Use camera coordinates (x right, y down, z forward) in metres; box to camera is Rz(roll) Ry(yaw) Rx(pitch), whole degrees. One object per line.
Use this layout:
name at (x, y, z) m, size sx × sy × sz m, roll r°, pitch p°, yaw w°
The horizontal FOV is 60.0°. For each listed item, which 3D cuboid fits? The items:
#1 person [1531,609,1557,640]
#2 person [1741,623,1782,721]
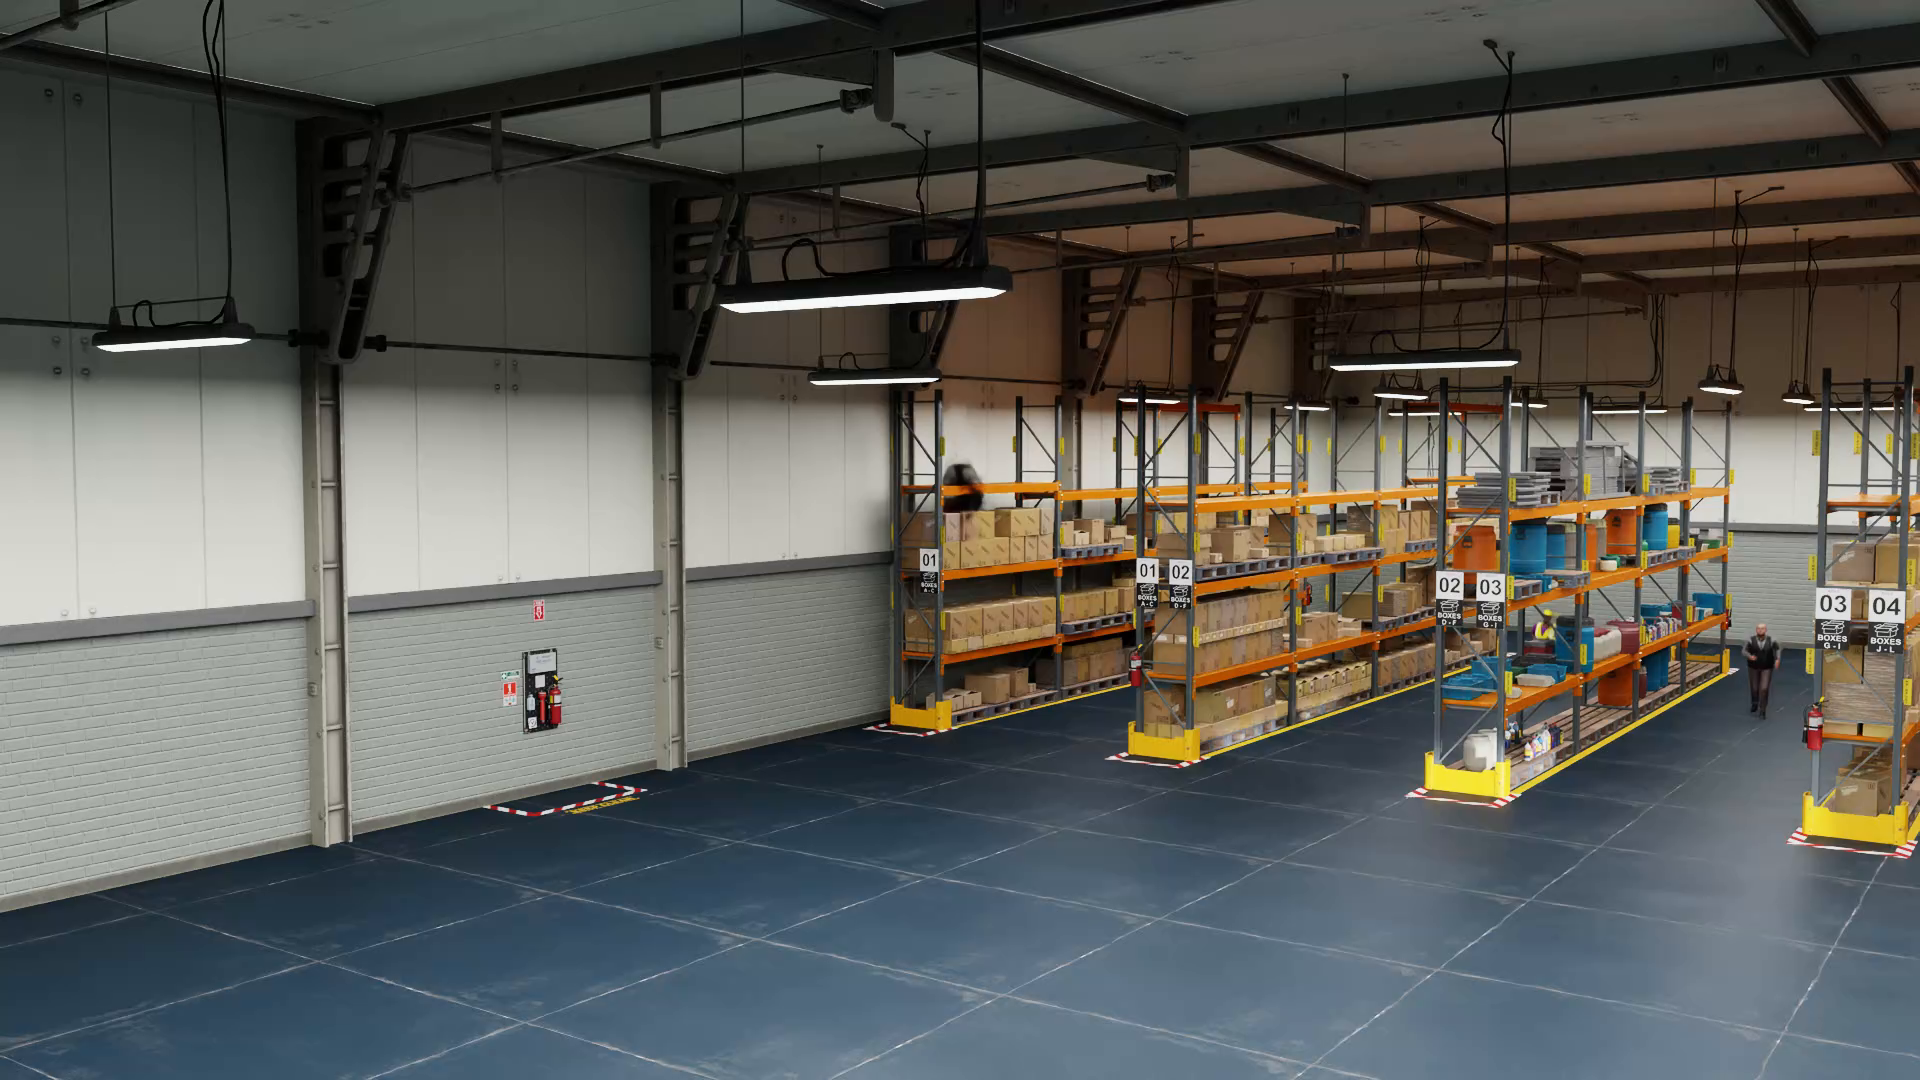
person at (11.517, 2.262, 32.703) m, size 0.686 × 1.804 × 0.884 m, roll 2°, pitch 4°, yaw 35°
person at (14.800, 2.409, 30.738) m, size 0.675 × 1.751 × 0.854 m, roll 2°, pitch 4°, yaw 28°
